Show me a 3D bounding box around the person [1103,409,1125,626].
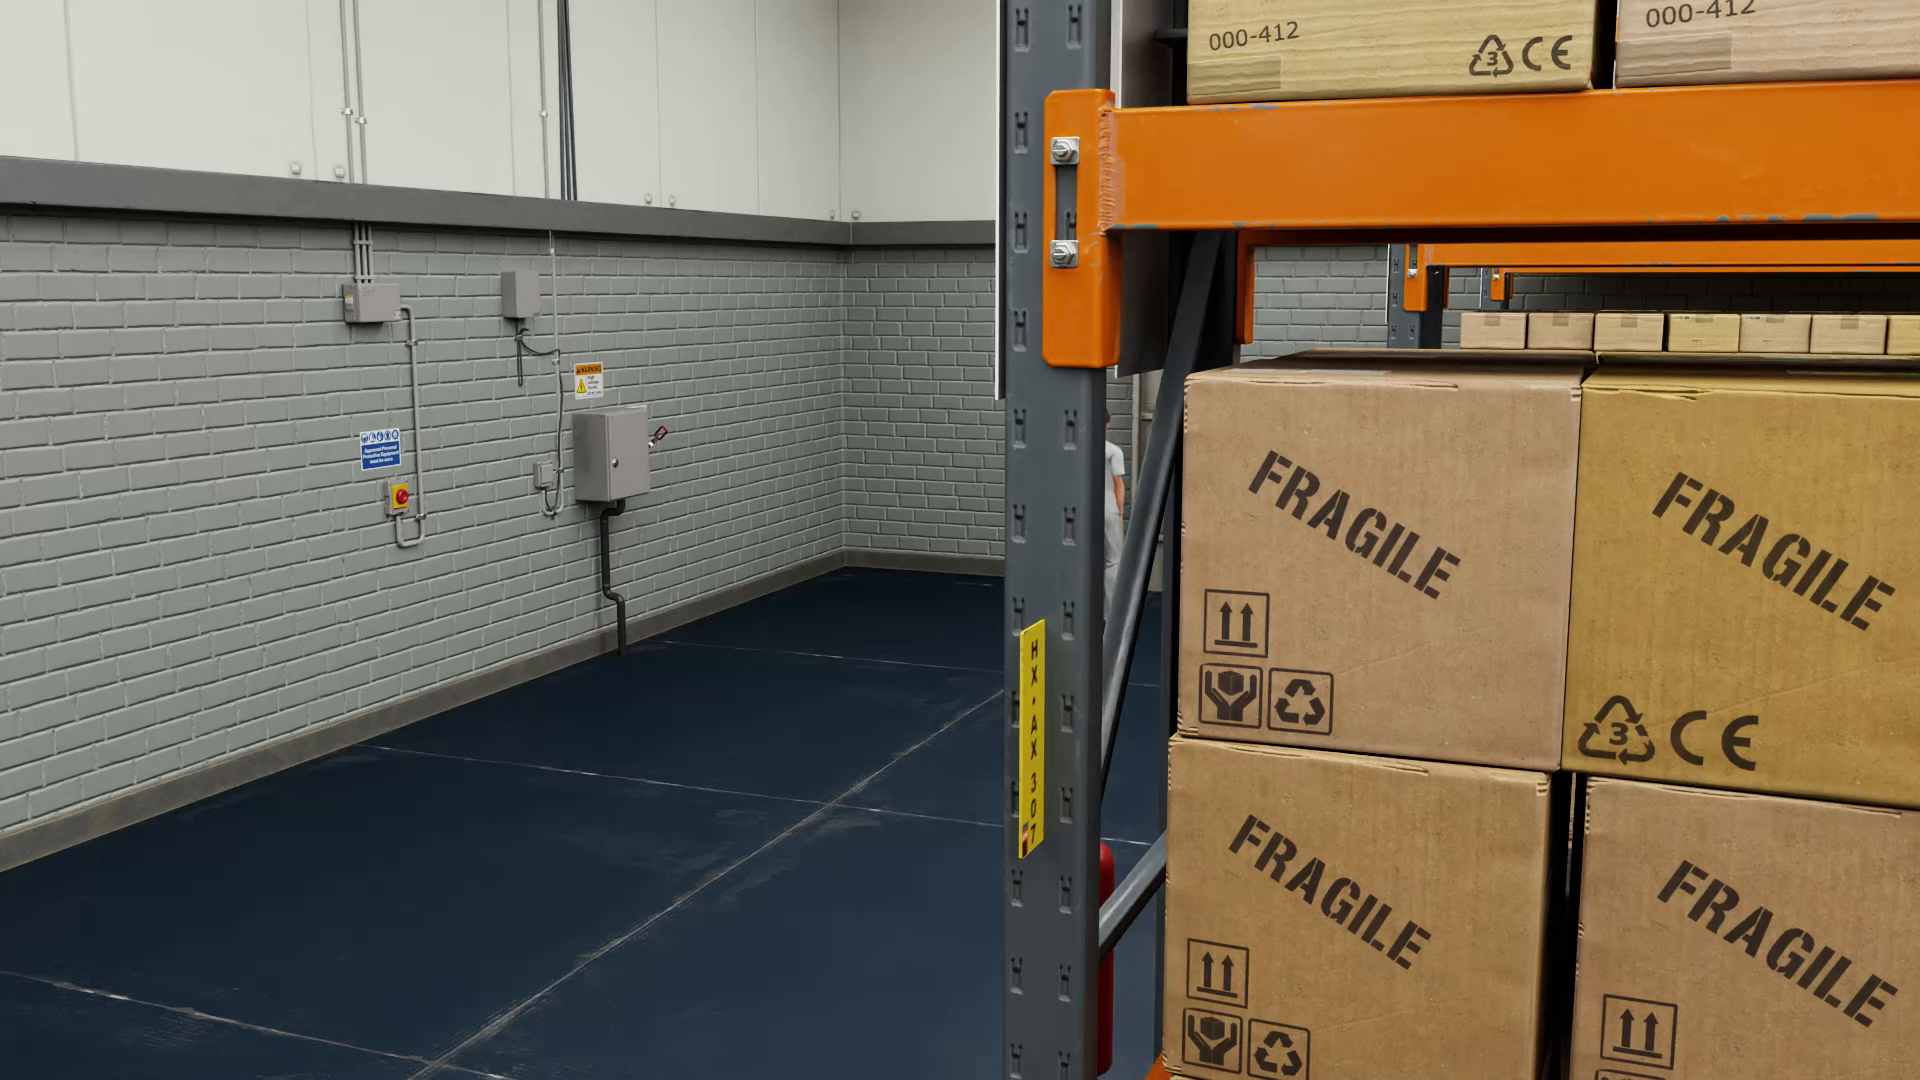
[{"bbox_3d":[1.032,-0.173,12.492,0.437,1.673,0.378,4,9,22],"label":"person"}]
